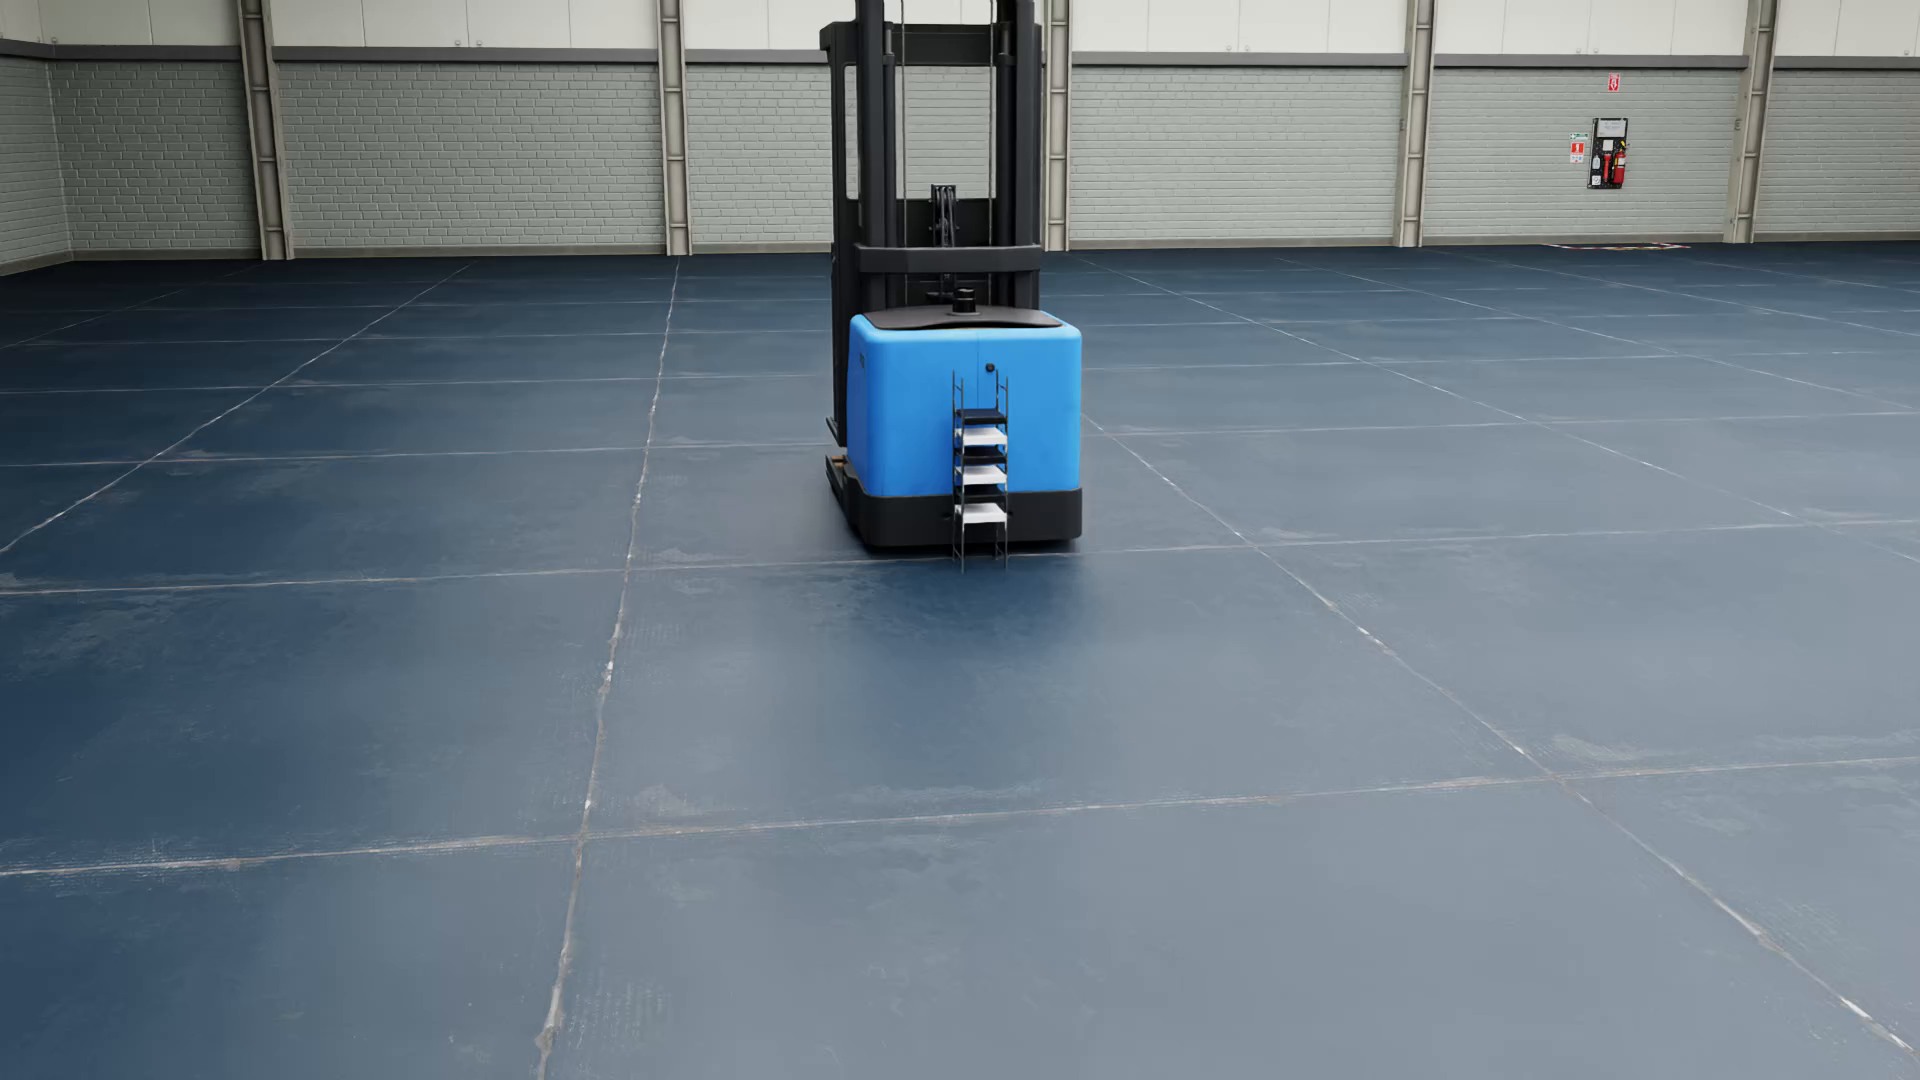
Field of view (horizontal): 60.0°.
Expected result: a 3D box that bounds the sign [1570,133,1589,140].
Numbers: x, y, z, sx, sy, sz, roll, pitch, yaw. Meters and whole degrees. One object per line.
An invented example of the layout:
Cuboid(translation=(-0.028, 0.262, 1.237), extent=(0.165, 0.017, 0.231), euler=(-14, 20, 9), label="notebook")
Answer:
Cuboid(translation=(10.399, -6.781, 27.930), extent=(0.331, 0.109, 0.001), euler=(-2, 14, -8), label="sign")

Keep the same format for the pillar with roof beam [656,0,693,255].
Cuboid(translation=(-3.753, -7.806, 20.848), extent=(0.400, 9.000, 9.100), euler=(-2, 14, -8), label="pillar with roof beam")

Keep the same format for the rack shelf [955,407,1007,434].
Cuboid(translation=(0.091, -0.546, 7.574), extent=(0.200, 0.077, 0.258), euler=(-3, 14, -10), label="rack shelf")

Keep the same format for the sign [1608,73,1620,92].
Cuboid(translation=(10.933, -7.652, 27.800), extent=(0.199, 0.298, 0.001), euler=(-2, 14, -8), label="sign")

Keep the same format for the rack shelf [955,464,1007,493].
Cuboid(translation=(0.091, -0.284, 7.640), extent=(0.200, 0.077, 0.258), euler=(-3, 14, -10), label="rack shelf")

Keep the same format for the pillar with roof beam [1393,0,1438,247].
Cuboid(translation=(8.113, -8.241, 22.582), extent=(0.400, 9.000, 9.100), euler=(-2, 14, -8), label="pillar with roof beam")

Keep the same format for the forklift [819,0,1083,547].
Cuboid(translation=(-0.161, -1.700, 8.975), extent=(1.130, 2.935, 3.031), euler=(-2, 14, -9), label="forklift")

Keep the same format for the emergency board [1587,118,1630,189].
Cuboid(translation=(10.956, -6.503, 27.988), extent=(0.643, 1.169, 0.194), euler=(-2, 14, -8), label="emergency board")

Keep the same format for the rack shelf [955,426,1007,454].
Cuboid(translation=(0.091, -0.458, 7.596), extent=(0.200, 0.077, 0.258), euler=(-3, 14, -10), label="rack shelf")

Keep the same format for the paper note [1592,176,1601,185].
Cuboid(translation=(10.770, -6.086, 28.135), extent=(0.142, 0.148, 0.016), euler=(-2, 14, -8), label="paper note")

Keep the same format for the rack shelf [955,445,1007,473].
Cuboid(translation=(0.091, -0.371, 7.618), extent=(0.200, 0.077, 0.258), euler=(-3, 14, -10), label="rack shelf")

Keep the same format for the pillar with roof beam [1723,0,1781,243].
Cuboid(translation=(14.046, -8.458, 23.449), extent=(0.400, 9.000, 9.100), euler=(-2, 14, -8), label="pillar with roof beam")

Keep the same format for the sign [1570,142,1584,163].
Cuboid(translation=(10.394, -6.526, 28.002), extent=(0.234, 0.329, 0.001), euler=(-2, 14, -8), label="sign")

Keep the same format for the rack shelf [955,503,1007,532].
Cuboid(translation=(0.091, -0.109, 7.684), extent=(0.200, 0.077, 0.258), euler=(-3, 14, -10), label="rack shelf")

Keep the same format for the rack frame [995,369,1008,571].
Cuboid(translation=(0.191, -0.321, 7.650), extent=(0.006, 0.900, 0.240), euler=(-3, 14, -10), label="rack frame")

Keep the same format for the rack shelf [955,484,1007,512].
Cuboid(translation=(0.091, -0.196, 7.662), extent=(0.200, 0.077, 0.258), euler=(-3, 14, -10), label="rack shelf")

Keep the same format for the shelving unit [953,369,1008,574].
Cuboid(translation=(0.091, -0.316, 7.632), extent=(0.210, 0.900, 0.258), euler=(-3, 14, -10), label="shelving unit")

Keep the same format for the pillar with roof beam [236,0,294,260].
Cuboid(translation=(-9.686, -7.588, 19.981), extent=(0.400, 9.000, 9.100), euler=(-2, 14, -8), label="pillar with roof beam")

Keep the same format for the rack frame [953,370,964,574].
Cuboid(translation=(-0.009, -0.311, 7.614), extent=(0.006, 0.900, 0.240), euler=(-3, 14, -10), label="rack frame")

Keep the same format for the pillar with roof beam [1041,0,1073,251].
Cuboid(translation=(2.180, -8.023, 21.715), extent=(0.400, 9.000, 9.100), euler=(-2, 14, -8), label="pillar with roof beam")
